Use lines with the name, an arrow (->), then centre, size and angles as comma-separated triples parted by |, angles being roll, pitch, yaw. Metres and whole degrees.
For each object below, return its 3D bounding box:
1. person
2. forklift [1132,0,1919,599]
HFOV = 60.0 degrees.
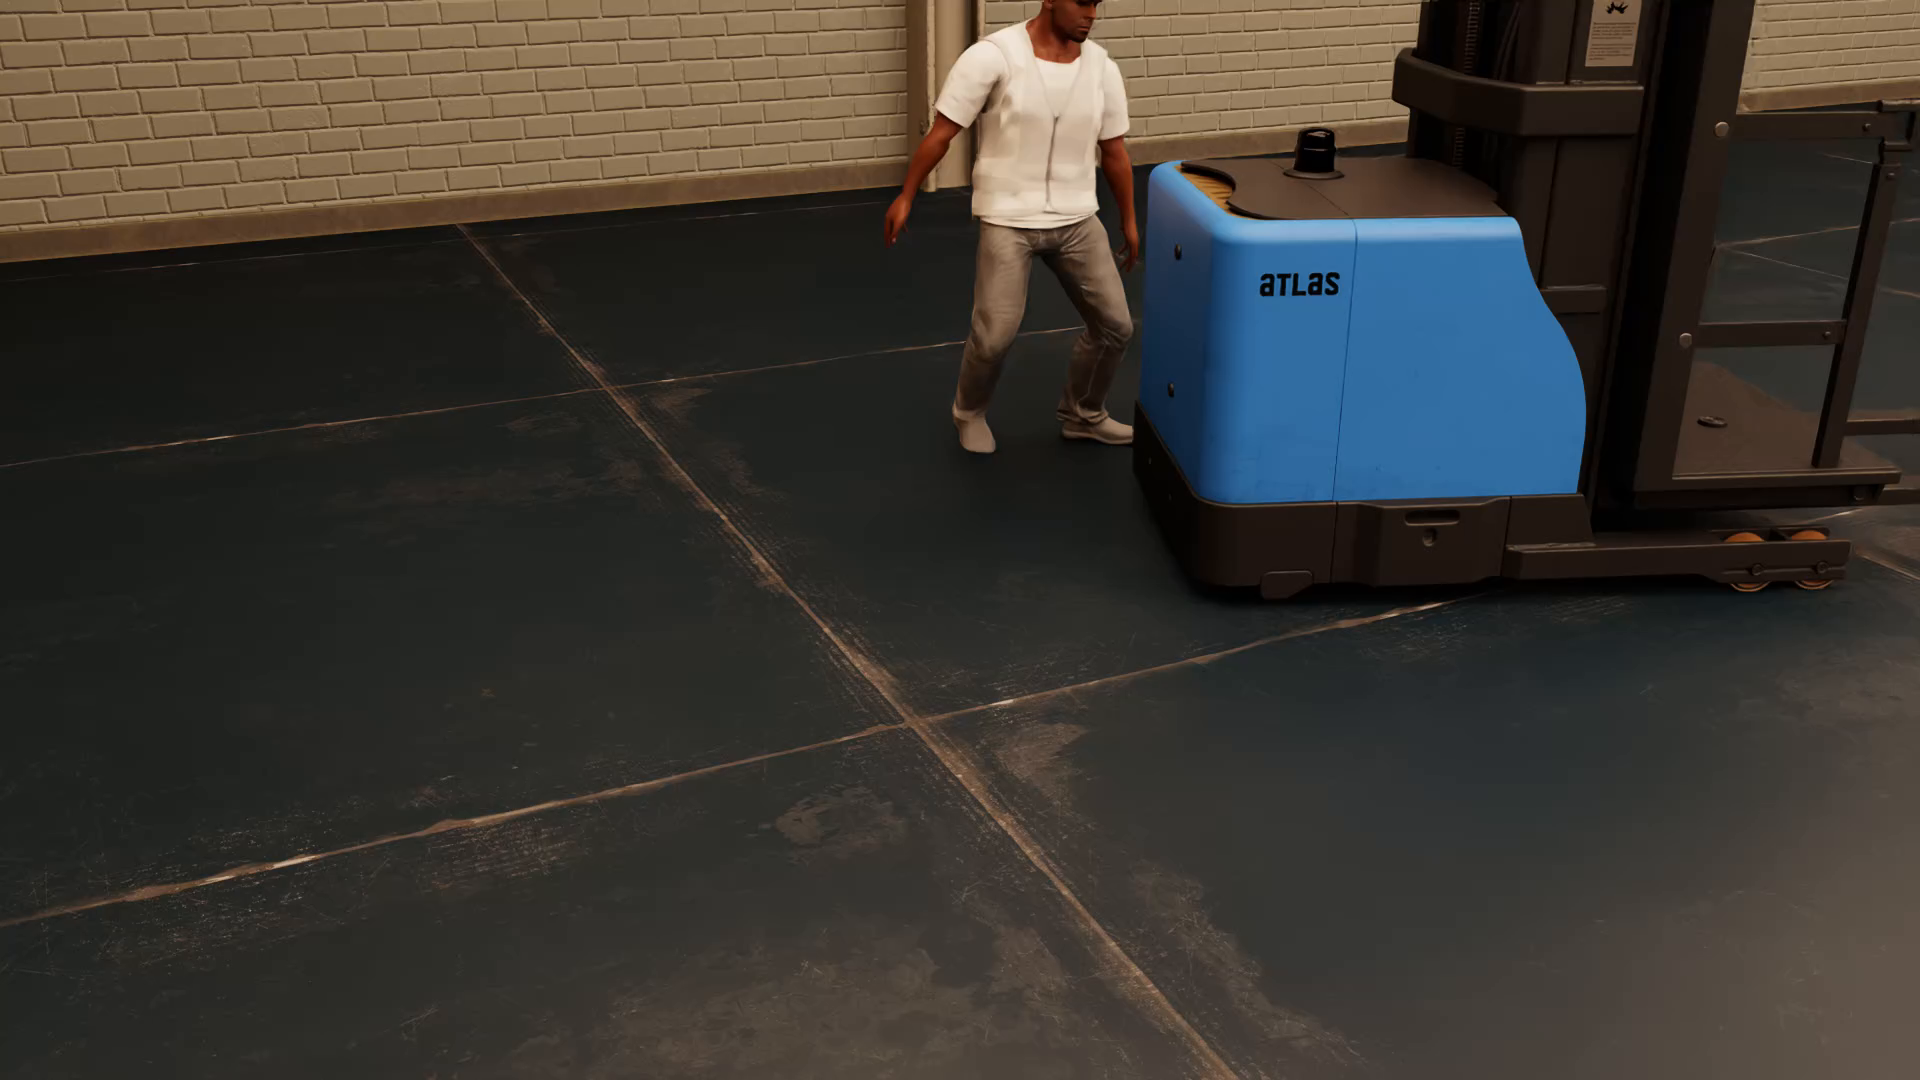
person -> 0.200, -1.096, 5.584 | 0.912, 1.720, 0.504 | -6, 23, -14
forklift -> 2.114, -1.405, 4.669 | 3.031, 2.935, 1.130 | -2, 23, -5
